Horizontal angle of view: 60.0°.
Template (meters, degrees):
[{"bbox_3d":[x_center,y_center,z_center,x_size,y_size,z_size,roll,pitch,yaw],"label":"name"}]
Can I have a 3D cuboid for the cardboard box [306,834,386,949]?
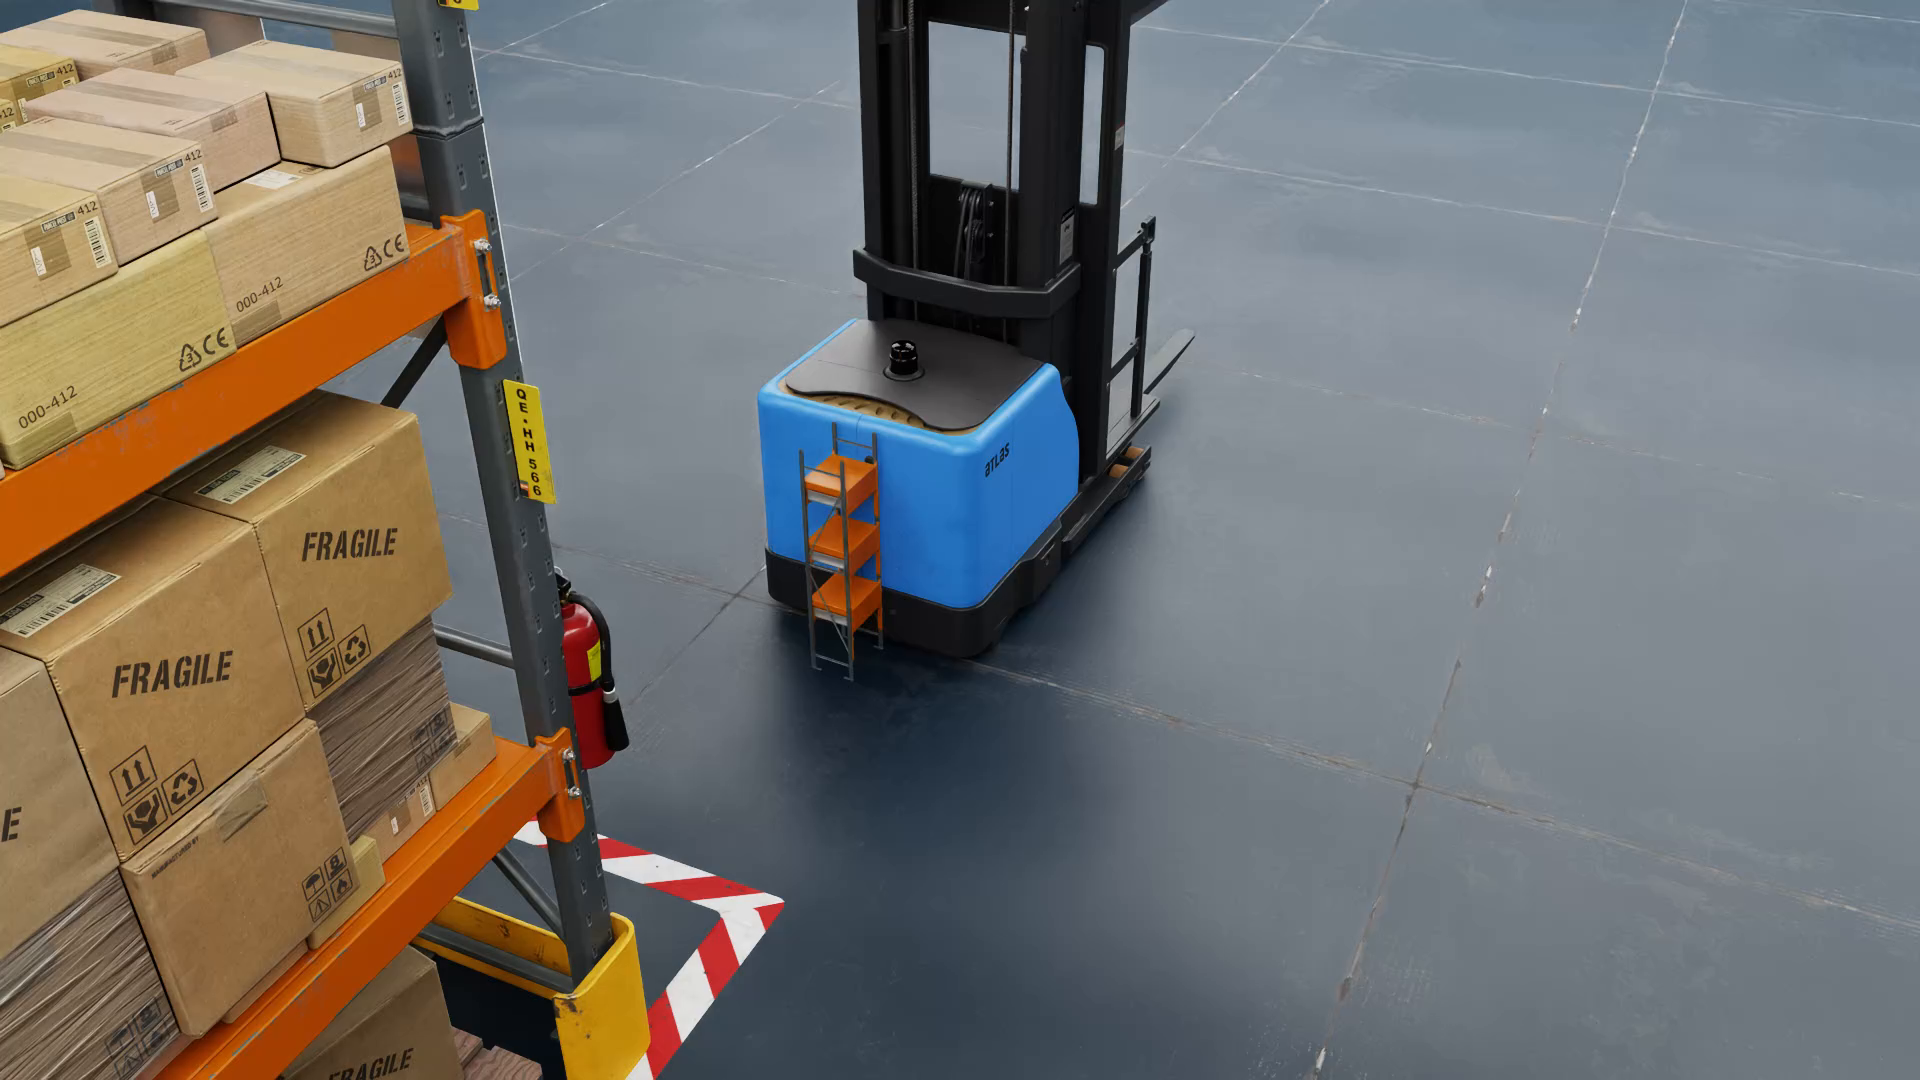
[{"bbox_3d":[-1.632,0.800,4.024,0.380,0.149,0.250,14,36,20],"label":"cardboard box"}]

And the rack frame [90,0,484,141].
[{"bbox_3d":[-1.537,-2.264,2.996,1.000,3.000,0.127,14,36,20],"label":"rack frame"}]

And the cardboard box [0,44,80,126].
[{"bbox_3d":[-2.058,-0.923,3.459,0.380,0.149,0.250,15,36,22],"label":"cardboard box"}]

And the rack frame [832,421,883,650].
[{"bbox_3d":[-0.415,-0.001,6.794,0.200,1.050,0.008,16,36,23],"label":"rack frame"}]

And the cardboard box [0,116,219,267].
[{"bbox_3d":[-1.600,-0.640,3.027,0.380,0.149,0.250,13,35,18],"label":"cardboard box"}]

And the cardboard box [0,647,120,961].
[{"bbox_3d":[-1.958,0.490,2.993,0.500,0.500,0.500,14,36,20],"label":"cardboard box"}]

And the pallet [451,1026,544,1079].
[{"bbox_3d":[-1.941,1.845,4.743,1.003,0.211,1.213,14,36,20],"label":"pallet"}]

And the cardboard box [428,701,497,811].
[{"bbox_3d":[-1.469,0.539,4.421,0.380,0.149,0.250,14,36,20],"label":"cardboard box"}]

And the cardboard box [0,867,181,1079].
[{"bbox_3d":[-2.141,0.862,3.338,0.875,0.500,0.500,14,36,20],"label":"cardboard box"}]

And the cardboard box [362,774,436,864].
[{"bbox_3d":[-1.574,0.664,4.232,0.380,0.149,0.250,14,36,20],"label":"cardboard box"}]

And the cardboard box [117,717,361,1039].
[{"bbox_3d":[-1.892,0.623,3.702,0.875,0.500,0.500,14,36,20],"label":"cardboard box"}]

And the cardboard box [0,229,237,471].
[{"bbox_3d":[-1.714,-0.399,3.024,0.500,0.250,0.500,14,36,21],"label":"cardboard box"}]

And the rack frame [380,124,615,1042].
[{"bbox_3d":[-1.537,0.245,4.641,1.000,3.000,0.127,14,36,20],"label":"rack frame"}]

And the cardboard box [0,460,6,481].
[{"bbox_3d":[-1.936,-0.146,2.638,0.500,0.250,0.500,15,36,22],"label":"cardboard box"}]

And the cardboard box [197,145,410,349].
[{"bbox_3d":[-1.508,-0.648,3.405,0.500,0.250,0.500,15,36,22],"label":"cardboard box"}]

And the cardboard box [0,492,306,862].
[{"bbox_3d":[-1.746,0.241,3.372,0.500,0.500,0.500,14,36,20],"label":"cardboard box"}]

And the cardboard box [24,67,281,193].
[{"bbox_3d":[-1.585,-0.801,3.274,0.380,0.149,0.250,13,35,19],"label":"cardboard box"}]

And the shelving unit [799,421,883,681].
[{"bbox_3d":[-0.471,0.059,6.703,0.215,1.050,0.252,16,36,23],"label":"shelving unit"}]

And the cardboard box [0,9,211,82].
[{"bbox_3d":[-1.862,-1.029,3.622,0.380,0.149,0.250,14,36,20],"label":"cardboard box"}]

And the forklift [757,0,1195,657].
[{"bbox_3d":[0.288,-1.528,7.408,1.130,2.935,3.031,16,36,23],"label":"forklift"}]

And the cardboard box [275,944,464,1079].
[{"bbox_3d":[-1.813,1.422,4.743,0.500,0.500,0.500,21,39,29],"label":"cardboard box"}]

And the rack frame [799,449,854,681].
[{"bbox_3d":[-0.527,0.118,6.613,0.200,1.050,0.008,16,36,23],"label":"rack frame"}]

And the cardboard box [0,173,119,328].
[{"bbox_3d":[-1.683,-0.509,2.828,0.380,0.149,0.250,14,36,21],"label":"cardboard box"}]

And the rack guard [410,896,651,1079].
[{"bbox_3d":[-1.569,1.328,5.269,1.175,0.500,0.348,14,36,20],"label":"rack guard"}]

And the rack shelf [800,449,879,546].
[{"bbox_3d":[-0.471,-0.170,6.553,0.215,0.259,0.240,16,36,23],"label":"rack shelf"}]

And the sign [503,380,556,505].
[{"bbox_3d":[-1.041,-0.234,4.027,0.100,0.325,0.005,14,36,20],"label":"sign"}]

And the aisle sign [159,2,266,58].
[{"bbox_3d":[-1.783,-0.942,4.080,0.394,0.787,0.004,14,36,20],"label":"aisle sign"}]

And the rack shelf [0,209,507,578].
[{"bbox_3d":[-2.374,0.287,2.497,1.077,0.370,4.000,14,36,20],"label":"rack shelf"}]

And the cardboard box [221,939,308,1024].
[{"bbox_3d":[-1.750,0.921,3.839,0.380,0.149,0.250,14,36,20],"label":"cardboard box"}]

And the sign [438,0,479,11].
[{"bbox_3d":[-1.041,-1.242,3.366,0.100,0.325,0.005,14,36,20],"label":"sign"}]

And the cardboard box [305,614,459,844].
[{"bbox_3d":[-1.792,0.346,4.124,0.875,0.500,0.500,14,36,20],"label":"cardboard box"}]

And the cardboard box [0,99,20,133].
[{"bbox_3d":[-2.052,-0.768,3.224,0.380,0.149,0.250,14,36,20],"label":"cardboard box"}]

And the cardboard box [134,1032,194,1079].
[{"bbox_3d":[-1.892,1.036,3.664,0.380,0.149,0.250,14,36,20],"label":"cardboard box"}]

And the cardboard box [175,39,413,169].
[{"bbox_3d":[-1.370,-0.904,3.430,0.380,0.149,0.250,14,36,20],"label":"cardboard box"}]

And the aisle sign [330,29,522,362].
[{"bbox_3d":[-1.238,-0.804,3.870,0.394,0.787,0.004,14,36,20],"label":"aisle sign"}]

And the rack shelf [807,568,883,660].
[{"bbox_3d":[-0.471,0.300,6.861,0.215,0.259,0.240,16,36,23],"label":"rack shelf"}]

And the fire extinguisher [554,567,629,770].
[{"bbox_3d":[-1.070,0.326,4.588,0.296,0.674,0.183,14,36,20],"label":"fire extinguisher"}]

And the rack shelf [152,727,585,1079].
[{"bbox_3d":[-2.374,1.542,3.319,1.077,0.370,4.000,14,36,20],"label":"rack shelf"}]

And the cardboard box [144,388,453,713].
[{"bbox_3d":[-1.543,-0.009,3.754,0.500,0.500,0.500,14,36,20],"label":"cardboard box"}]

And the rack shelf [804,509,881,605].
[{"bbox_3d":[-0.471,0.067,6.709,0.215,0.259,0.240,16,36,23],"label":"rack shelf"}]
